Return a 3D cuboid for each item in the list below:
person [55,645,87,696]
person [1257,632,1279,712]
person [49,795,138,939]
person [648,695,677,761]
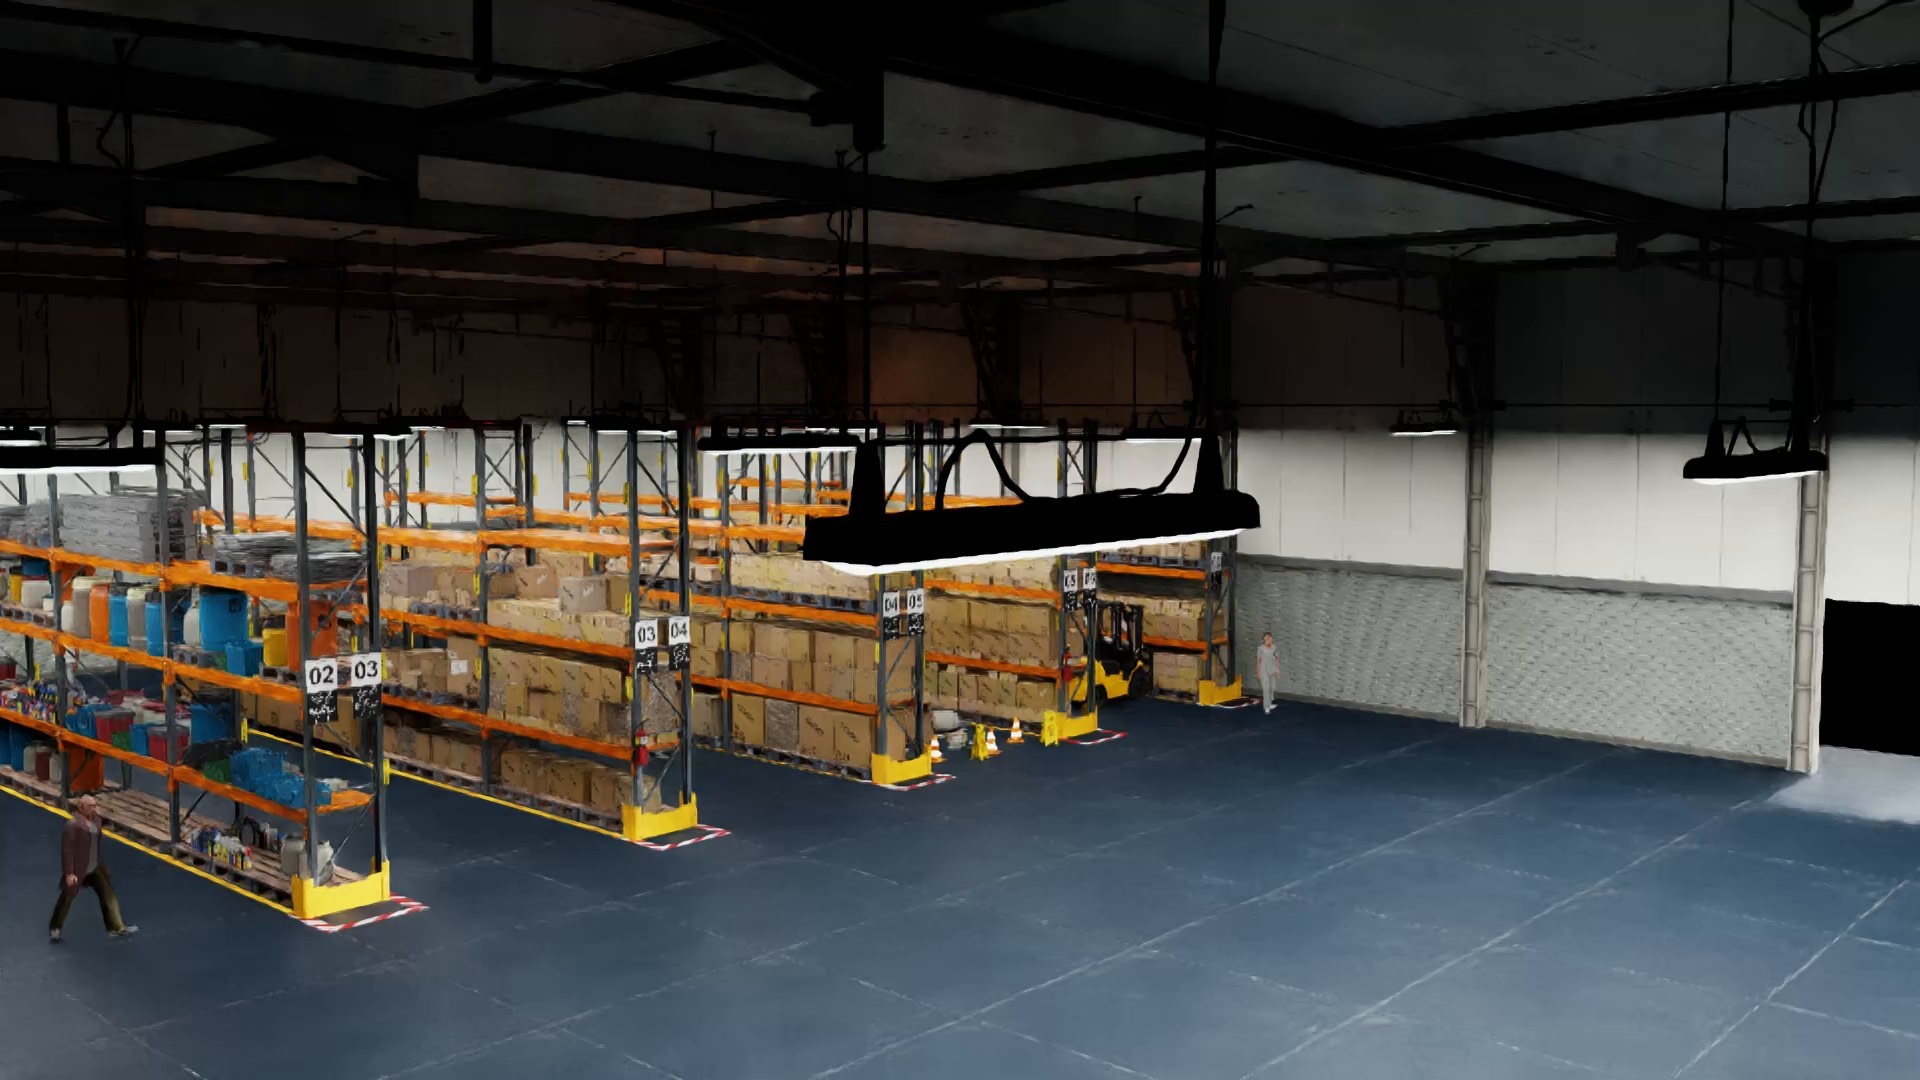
[{"bbox_3d":[-18.794,2.573,35.121,0.714,1.760,0.465,1,5,14],"label":"person"},{"bbox_3d":[6.359,2.702,34.374,0.503,1.657,0.561,-1,5,-11],"label":"person"},{"bbox_3d":[-10.325,3.863,19.653,1.023,1.735,0.634,2,5,19],"label":"person"},{"bbox_3d":[-5.325,3.063,29.505,0.549,1.734,0.702,4,6,40],"label":"person"}]
